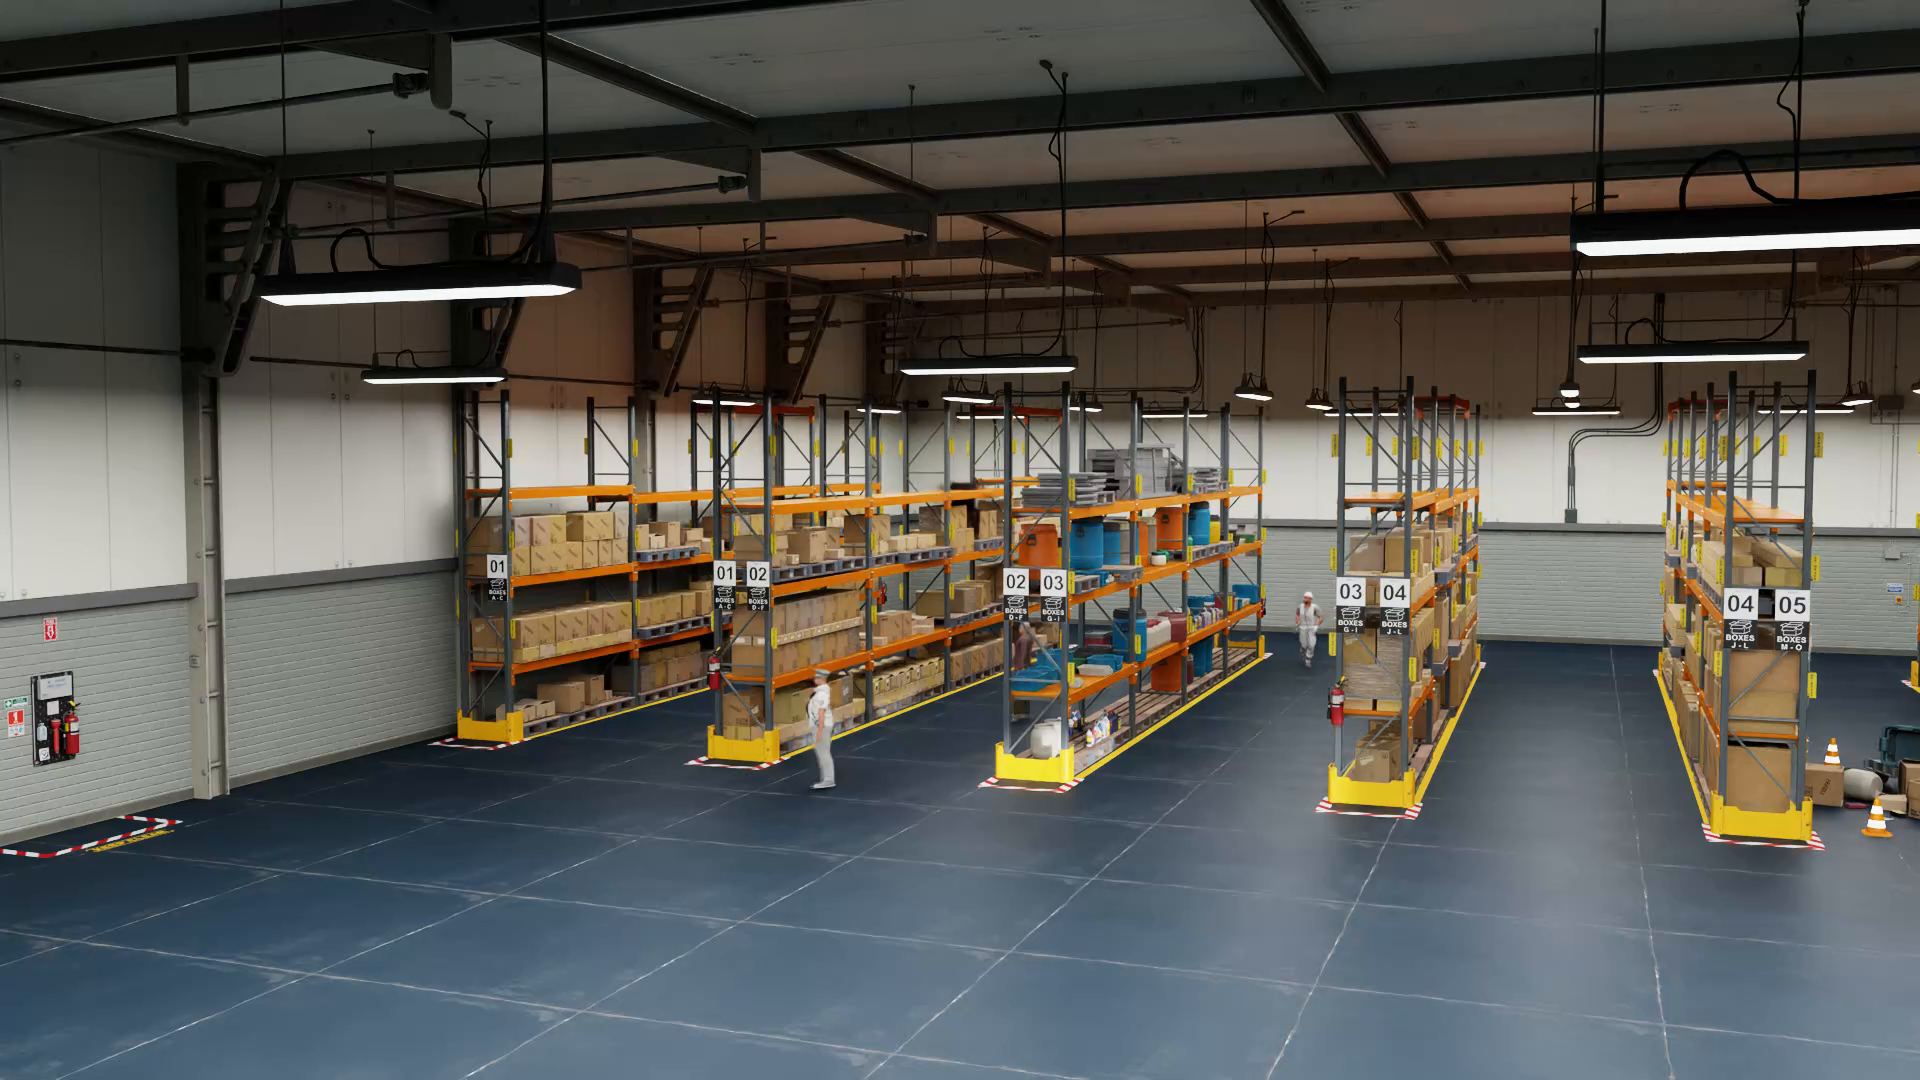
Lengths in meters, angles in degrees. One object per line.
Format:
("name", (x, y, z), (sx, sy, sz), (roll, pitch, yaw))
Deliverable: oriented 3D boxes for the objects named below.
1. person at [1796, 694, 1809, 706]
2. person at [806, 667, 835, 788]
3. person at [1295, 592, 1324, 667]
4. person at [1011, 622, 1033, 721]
("person", (16.327, 2.383, 32.401), (0.509, 1.693, 0.402), (-3, 4, -41))
("person", (-2.061, 2.781, 24.531), (0.421, 1.805, 0.674), (0, 3, -6))
("person", (7.997, 2.047, 38.104), (0.624, 1.735, 0.604), (0, 3, 6))
("person", (1.126, 2.430, 30.764), (0.391, 1.827, 0.675), (1, 3, 15))
